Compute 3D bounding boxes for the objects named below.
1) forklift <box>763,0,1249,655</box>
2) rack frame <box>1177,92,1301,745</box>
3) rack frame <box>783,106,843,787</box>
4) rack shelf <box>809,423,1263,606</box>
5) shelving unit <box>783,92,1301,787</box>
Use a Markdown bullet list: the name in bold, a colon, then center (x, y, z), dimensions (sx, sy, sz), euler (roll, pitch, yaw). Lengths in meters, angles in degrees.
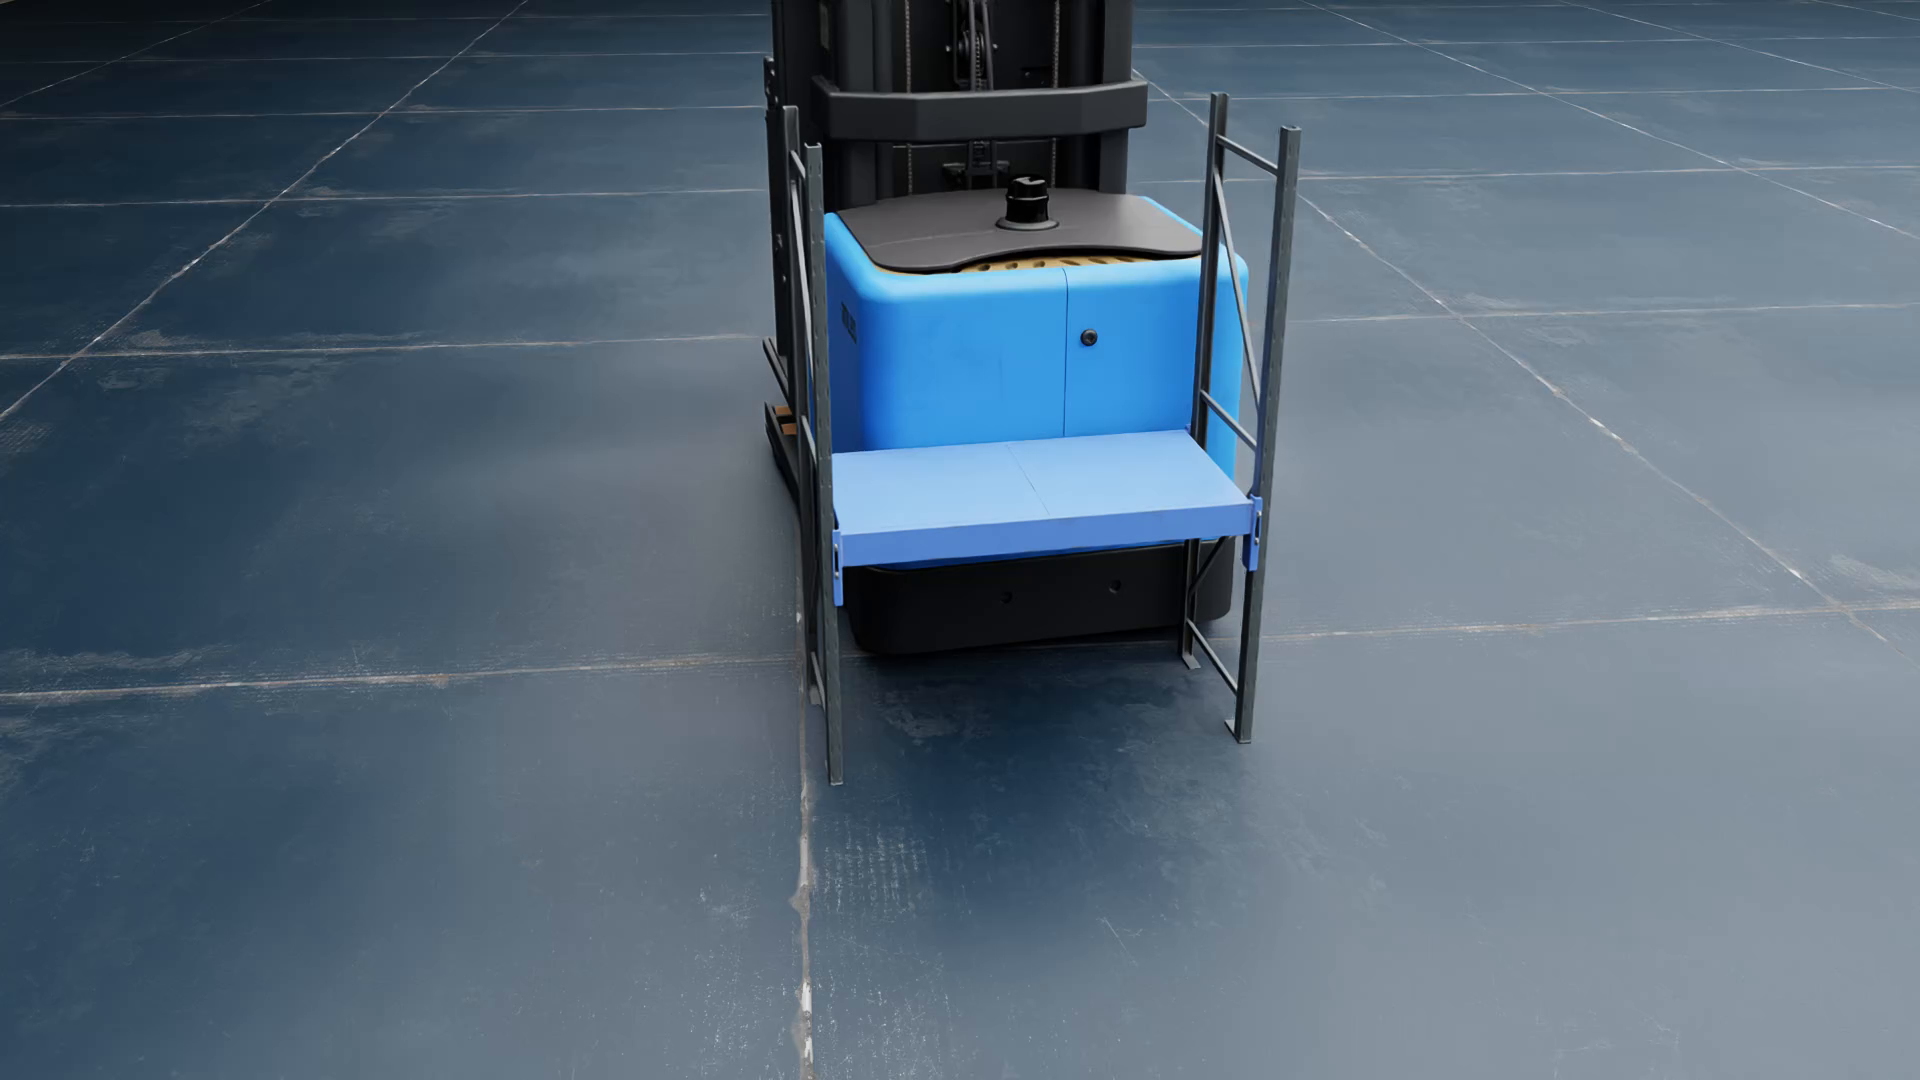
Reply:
- **forklift**: center (-0.079, -1.608, 5.260), dimensions (1.130, 2.935, 3.031), euler (-5, 25, -12)
- **rack frame**: center (0.658, -0.280, 4.033), dimensions (0.032, 1.500, 0.500), euler (-5, 24, -10)
- **rack frame**: center (-0.340, -0.201, 3.855), dimensions (0.032, 1.500, 0.500), euler (-5, 24, -10)
- **rack shelf**: center (0.159, -0.076, 4.017), dimensions (1.000, 0.185, 0.538), euler (-5, 24, -10)
- **shelving unit**: center (0.159, -0.240, 3.944), dimensions (1.048, 1.500, 0.538), euler (-5, 24, -10)
